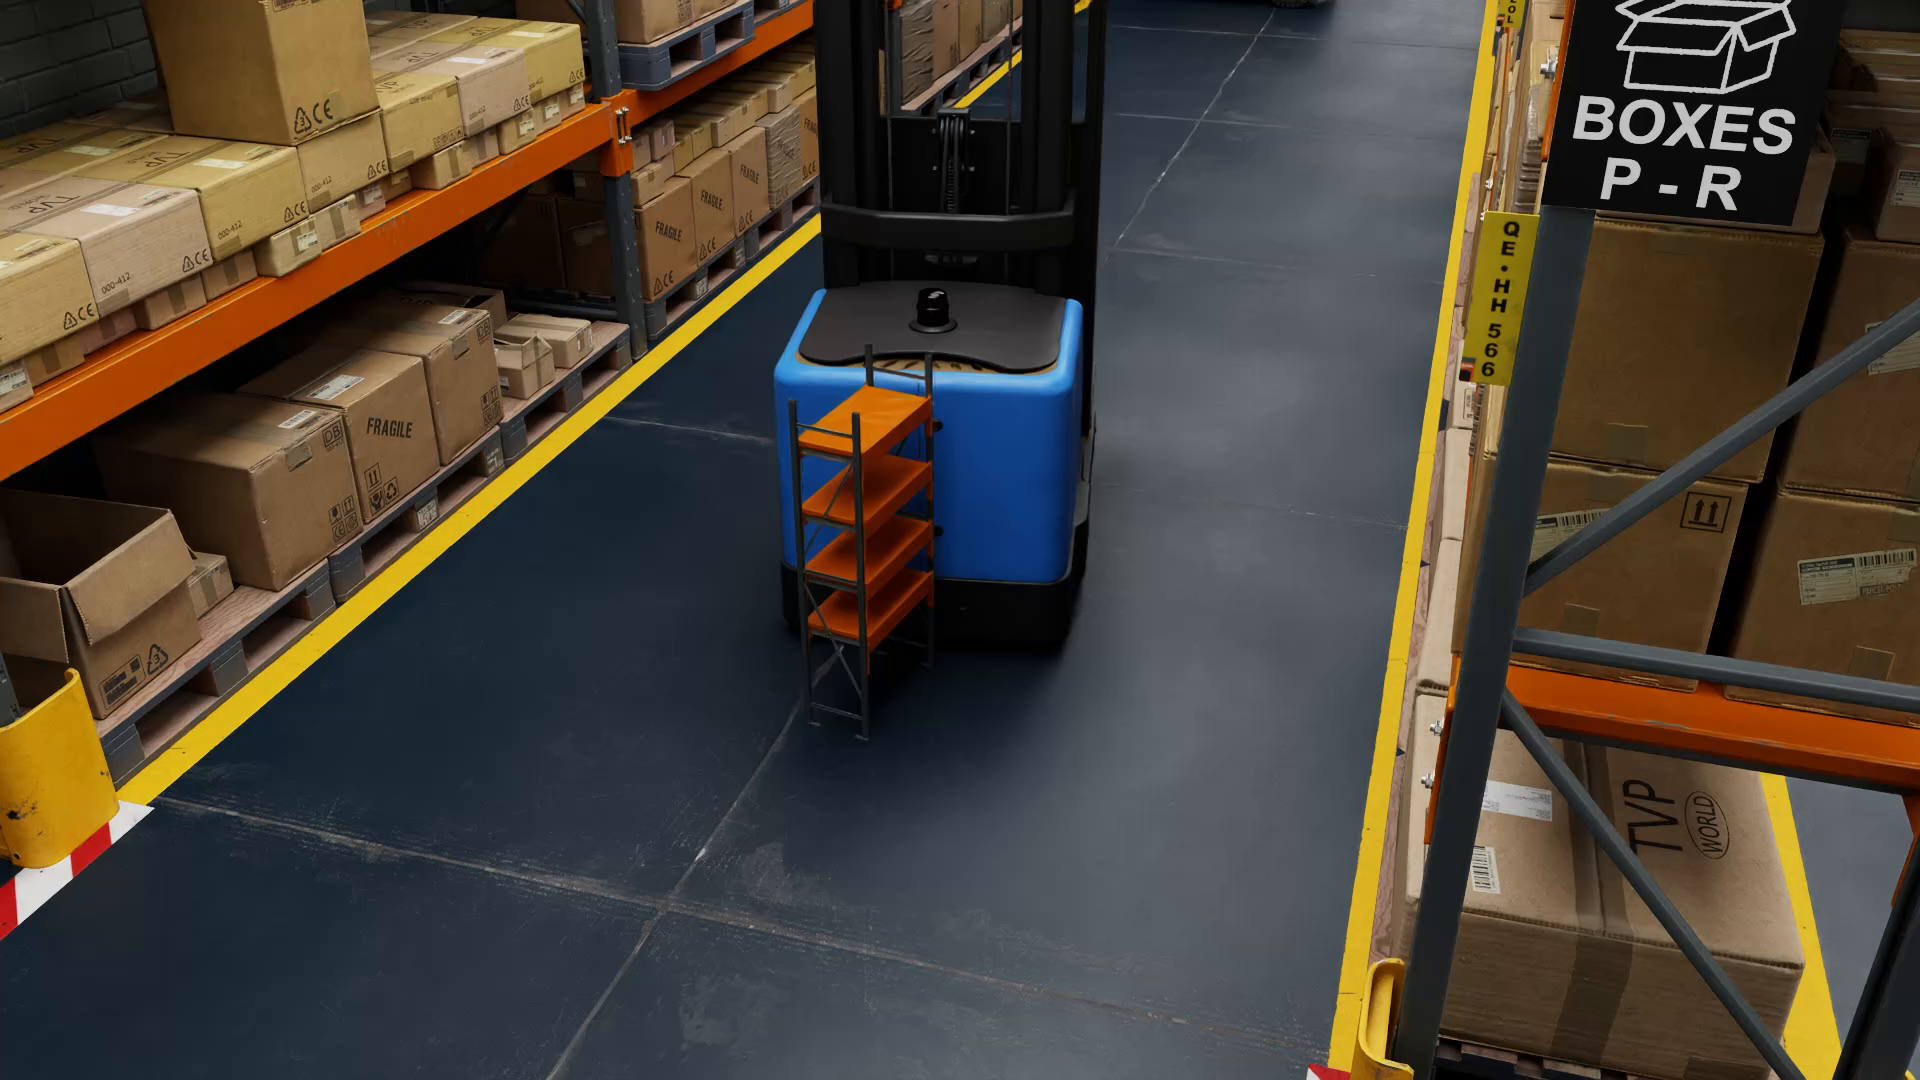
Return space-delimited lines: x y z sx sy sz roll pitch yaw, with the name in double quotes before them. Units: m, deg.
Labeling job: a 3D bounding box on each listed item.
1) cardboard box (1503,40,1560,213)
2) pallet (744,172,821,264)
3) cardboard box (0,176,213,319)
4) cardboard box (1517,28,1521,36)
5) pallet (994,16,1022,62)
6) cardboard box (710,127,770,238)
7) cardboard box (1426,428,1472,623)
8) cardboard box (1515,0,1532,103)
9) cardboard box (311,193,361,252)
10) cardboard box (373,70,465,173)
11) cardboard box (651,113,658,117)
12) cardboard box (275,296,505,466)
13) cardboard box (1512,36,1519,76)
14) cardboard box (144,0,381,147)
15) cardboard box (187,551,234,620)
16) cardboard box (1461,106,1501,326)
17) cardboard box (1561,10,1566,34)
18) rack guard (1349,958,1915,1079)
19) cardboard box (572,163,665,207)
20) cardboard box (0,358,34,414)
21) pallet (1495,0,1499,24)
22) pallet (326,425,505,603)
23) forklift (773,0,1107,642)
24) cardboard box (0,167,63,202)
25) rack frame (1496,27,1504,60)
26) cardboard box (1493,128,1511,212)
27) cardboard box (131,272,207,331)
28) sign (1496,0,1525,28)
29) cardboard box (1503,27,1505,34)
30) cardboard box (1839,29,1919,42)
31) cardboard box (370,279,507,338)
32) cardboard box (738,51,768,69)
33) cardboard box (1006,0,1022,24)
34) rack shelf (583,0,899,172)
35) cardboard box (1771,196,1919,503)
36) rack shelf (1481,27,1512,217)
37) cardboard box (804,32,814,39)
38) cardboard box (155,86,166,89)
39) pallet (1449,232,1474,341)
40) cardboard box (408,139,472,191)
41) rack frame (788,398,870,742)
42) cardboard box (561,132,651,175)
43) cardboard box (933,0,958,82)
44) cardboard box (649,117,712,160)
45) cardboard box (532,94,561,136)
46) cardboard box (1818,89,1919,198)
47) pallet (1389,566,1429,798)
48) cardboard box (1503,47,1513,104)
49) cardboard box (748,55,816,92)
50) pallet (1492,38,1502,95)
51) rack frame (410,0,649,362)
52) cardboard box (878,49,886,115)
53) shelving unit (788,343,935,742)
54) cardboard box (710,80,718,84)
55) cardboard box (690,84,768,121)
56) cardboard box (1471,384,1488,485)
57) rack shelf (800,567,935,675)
"cardboard box" 1.678 -0.954 4.248 0.500 0.500 0.500 8 30 15
"pallet" -1.522 -2.038 10.196 1.003 0.211 1.213 8 30 15
"cardboard box" -2.717 -0.917 5.161 0.500 0.250 0.500 9 30 15
"cardboard box" 2.556 -2.322 6.707 0.500 0.500 0.500 9 30 16
"pallet" 0.088 -4.456 14.542 1.003 0.211 1.213 8 30 15
"cardboard box" -1.427 -2.068 9.522 0.500 0.500 0.500 8 30 13
"cardboard box" 2.116 0.031 5.813 0.875 0.438 0.875 8 30 13
"cardboard box" 2.139 -1.658 5.513 0.500 0.500 0.500 8 30 14
"cardboard box" -2.413 -1.166 6.019 0.380 0.149 0.250 9 30 16
"cardboard box" -2.289 -1.633 6.447 0.500 0.250 0.500 8 30 15
"cardboard box" -1.931 -2.371 9.400 0.380 0.149 0.250 9 30 16
"cardboard box" -2.392 -0.682 7.029 0.700 0.500 0.500 7 30 13
"cardboard box" 2.562 -1.990 6.882 0.500 0.250 0.500 8 30 15
"cardboard box" -2.425 -1.707 5.810 0.500 0.500 0.500 9 30 16
"cardboard box" -2.823 0.154 5.888 0.380 0.149 0.250 7 30 13
"cardboard box" 3.028 -1.573 8.246 0.875 0.875 0.875 9 30 16
"cardboard box" 1.727 -1.299 4.201 0.380 0.149 0.250 9 30 16
"rack guard" 1.484 1.365 3.783 1.175 0.500 0.348 8 30 15
"cardboard box" -1.722 -1.808 8.386 0.380 0.149 0.250 10 31 17
"cardboard box" -2.897 -0.449 4.731 0.380 0.149 0.250 8 30 14
"pallet" 5.533 -4.983 15.490 1.003 0.211 1.213 8 30 15
"pallet" -2.640 -0.198 6.889 1.003 0.211 1.213 8 30 15
"forklift" 0.026 -1.607 6.623 1.130 2.935 3.031 3 29 5
"cardboard box" -3.221 -1.001 5.312 0.500 0.250 0.500 9 30 15
"rack frame" 5.013 -5.316 13.220 1.000 3.000 0.127 8 30 15
"cardboard box" 1.973 -0.997 5.354 0.500 0.500 0.500 9 30 15
"cardboard box" -2.689 -0.810 5.379 0.380 0.149 0.250 9 30 16
"sign" 2.143 -2.142 6.406 0.100 0.325 0.005 8 30 15
"cardboard box" 4.654 -3.772 12.716 0.950 0.372 0.625 10 31 18
"cardboard box" 2.141 -1.119 3.878 0.380 0.149 0.250 9 30 15
"cardboard box" -2.501 -1.040 7.867 0.500 0.311 0.500 10 30 17
"cardboard box" -1.458 -3.093 10.697 0.380 0.149 0.250 9 30 16
"cardboard box" 0.125 -4.924 14.526 0.875 0.625 0.625 10 31 17
"rack shelf" -1.494 -2.919 9.653 1.077 0.370 4.000 8 30 15
"cardboard box" 1.904 -0.402 3.256 0.500 0.500 0.500 8 30 14
"rack shelf" 3.252 -2.213 8.382 1.077 0.370 4.000 8 30 15
"cardboard box" -0.810 -3.272 11.019 0.380 0.149 0.250 7 30 12
"cardboard box" -2.779 -1.704 6.575 0.500 0.250 0.500 9 30 16
"pallet" 3.176 -1.317 8.901 1.003 0.211 1.213 8 30 15
"cardboard box" -2.193 -1.521 6.658 0.380 0.149 0.250 8 30 14
"rack frame" -0.411 0.121 5.298 0.240 1.200 0.015 13 32 22
"cardboard box" -1.780 -1.946 8.329 0.380 0.149 0.250 8 30 14
"cardboard box" -0.527 -3.902 12.689 0.875 0.625 0.625 9 30 17
"cardboard box" -1.582 -2.198 9.087 0.380 0.149 0.250 8 30 14
"cardboard box" -1.989 -1.886 7.314 0.380 0.149 0.250 9 30 16
"cardboard box" 1.869 -0.760 3.233 0.380 0.149 0.250 9 30 16
"pallet" 2.011 0.532 5.577 1.003 0.211 1.213 8 30 15
"cardboard box" 2.706 -2.013 7.438 0.500 0.250 0.500 8 30 14
"cardboard box" -1.101 -2.909 10.365 0.380 0.149 0.250 9 30 16
"pallet" 4.786 -3.735 13.247 1.003 0.211 1.213 8 30 15
"rack frame" -2.081 -2.304 7.807 1.000 3.000 0.127 8 30 15
"cardboard box" -0.826 -3.027 11.246 0.500 0.500 0.500 9 30 16
"shelving unit" -0.305 0.014 5.491 0.258 1.200 0.503 13 32 22
"cardboard box" -1.687 -2.731 10.047 0.380 0.149 0.250 9 30 15
"cardboard box" -1.347 -2.553 9.726 0.380 0.149 0.250 9 30 15
"cardboard box" 1.541 -0.276 4.057 0.500 0.500 0.500 8 30 14
"rack shelf" -0.305 0.246 5.620 0.258 0.148 0.480 13 32 22
